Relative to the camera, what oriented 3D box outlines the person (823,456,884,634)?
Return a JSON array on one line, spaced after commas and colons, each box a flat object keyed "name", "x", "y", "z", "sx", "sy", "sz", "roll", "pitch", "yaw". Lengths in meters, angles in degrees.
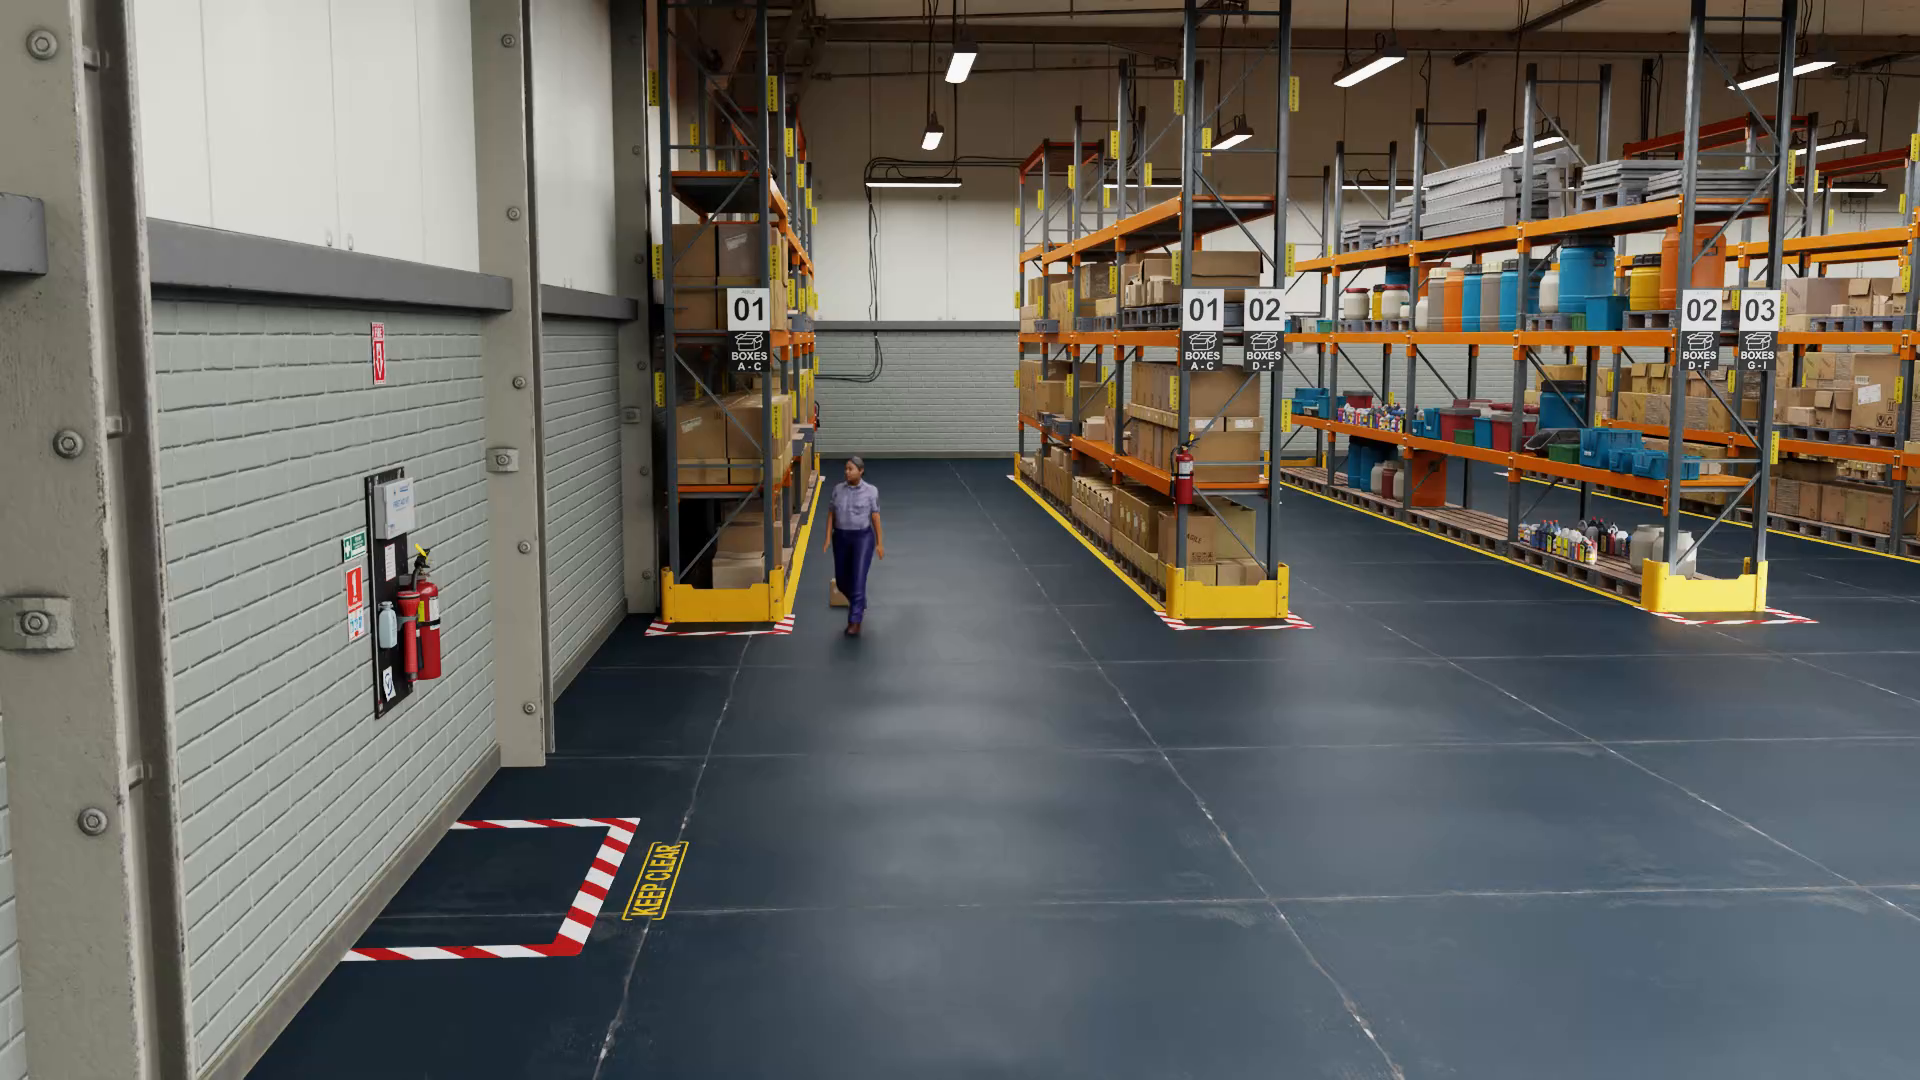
[{"name": "person", "x": -0.998, "y": 0.021, "z": 15.565, "sx": 0.529, "sy": 1.608, "sz": 0.899, "roll": 2, "pitch": 7, "yaw": 14}]
